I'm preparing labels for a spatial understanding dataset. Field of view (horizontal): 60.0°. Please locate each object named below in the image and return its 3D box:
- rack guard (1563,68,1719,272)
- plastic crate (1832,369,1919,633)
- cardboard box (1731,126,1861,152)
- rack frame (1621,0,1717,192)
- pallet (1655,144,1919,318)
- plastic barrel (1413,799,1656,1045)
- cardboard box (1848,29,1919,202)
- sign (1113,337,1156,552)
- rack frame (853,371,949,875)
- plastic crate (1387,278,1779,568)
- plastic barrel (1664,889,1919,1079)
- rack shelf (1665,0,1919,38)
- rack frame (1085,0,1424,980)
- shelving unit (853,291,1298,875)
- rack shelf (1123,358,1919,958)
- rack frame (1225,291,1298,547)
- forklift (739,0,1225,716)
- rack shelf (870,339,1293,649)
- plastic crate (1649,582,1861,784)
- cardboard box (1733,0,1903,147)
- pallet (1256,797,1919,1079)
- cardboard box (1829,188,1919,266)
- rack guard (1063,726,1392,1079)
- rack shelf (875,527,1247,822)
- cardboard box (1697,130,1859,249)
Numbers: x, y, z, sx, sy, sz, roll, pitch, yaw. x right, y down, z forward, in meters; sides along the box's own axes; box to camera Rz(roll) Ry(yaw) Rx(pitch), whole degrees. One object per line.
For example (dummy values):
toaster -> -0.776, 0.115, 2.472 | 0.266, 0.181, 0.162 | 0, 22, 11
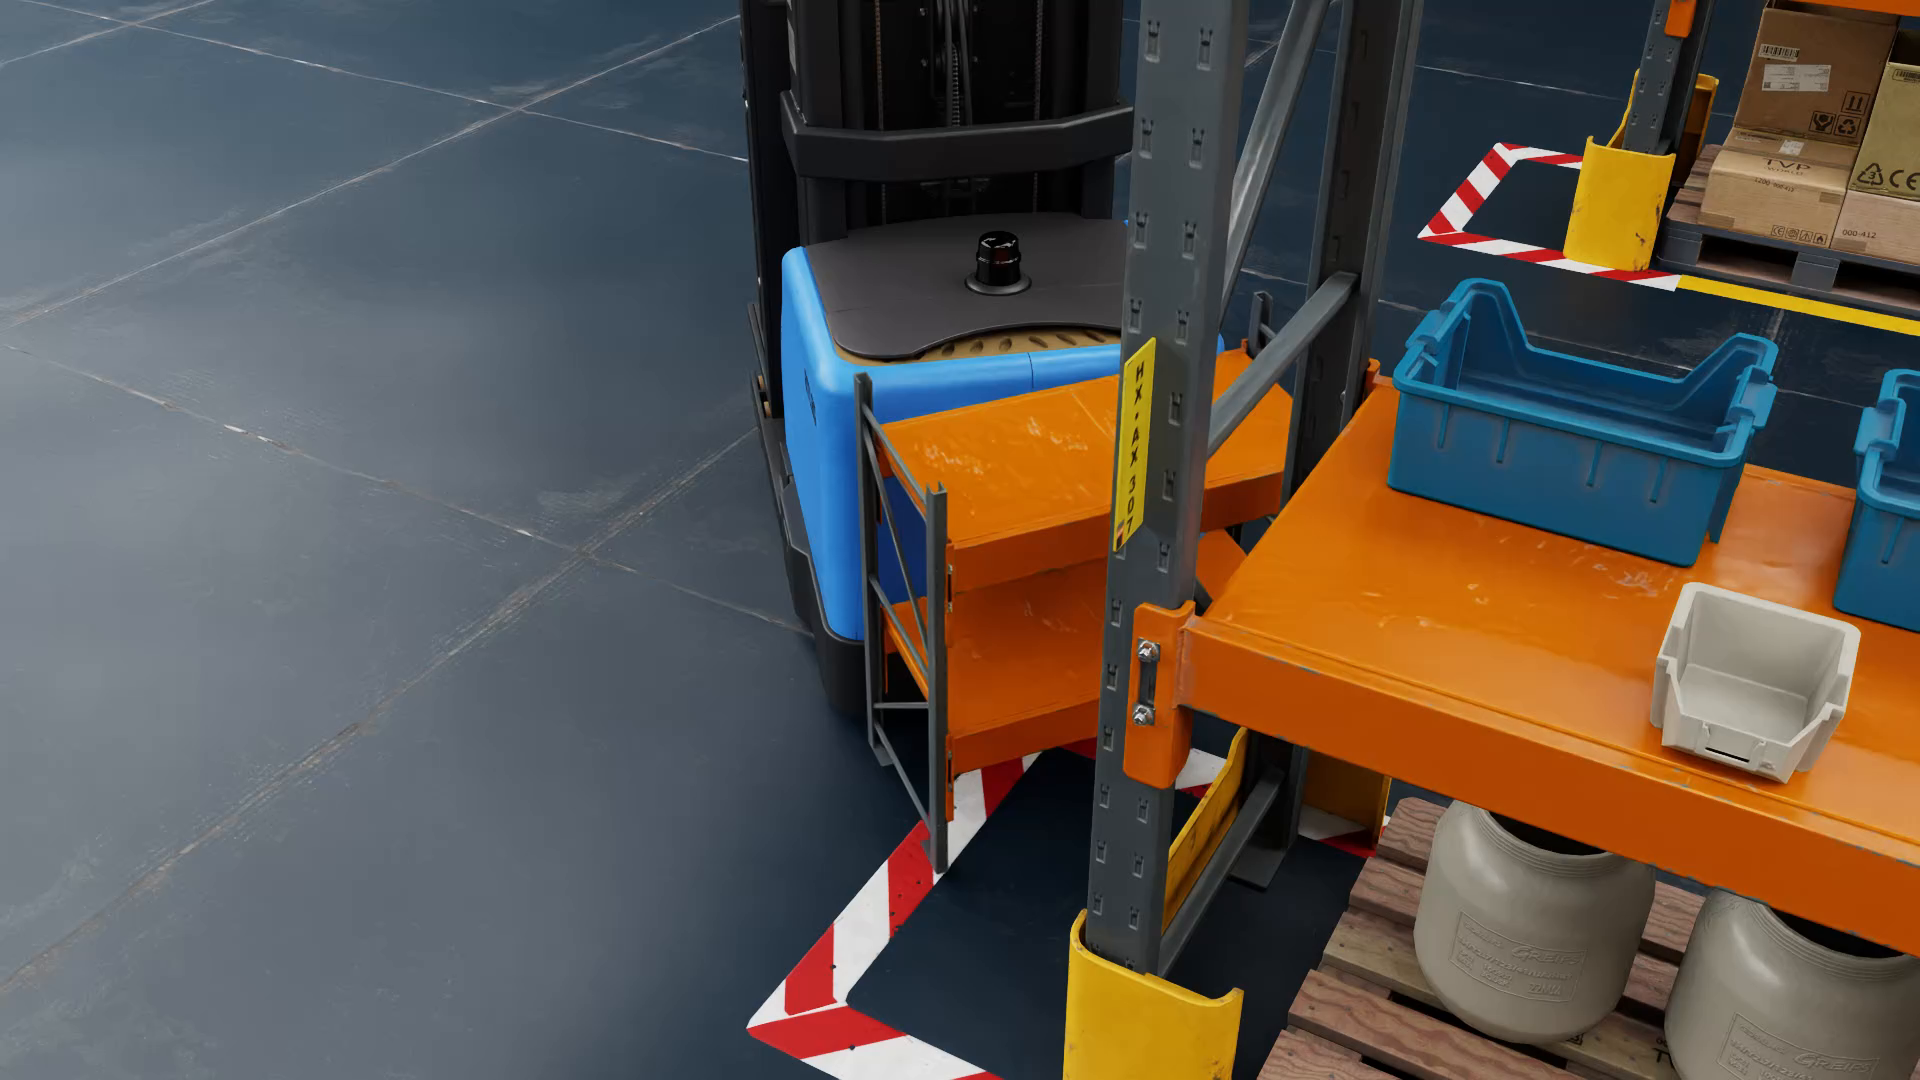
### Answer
rack guard -> 2.979, -1.637, 7.257 | 0.348, 0.500, 1.175 | 18, 37, 24
plastic crate -> 1.683, -0.051, 2.755 | 0.408, 0.251, 0.499 | 18, 37, 24
cardboard box -> 3.612, -1.696, 7.192 | 0.500, 0.250, 0.500 | 18, 37, 24
rack frame -> 3.000, -2.671, 6.555 | 0.127, 3.000, 1.000 | 18, 37, 24
pallet -> 3.685, -1.320, 7.042 | 1.213, 0.211, 1.003 | 18, 37, 24
plastic barrel -> 1.148, 0.717, 3.333 | 0.421, 0.512, 0.421 | 0, 34, 0
cardboard box -> 3.790, -1.622, 6.405 | 0.500, 0.500, 0.500 | 18, 37, 24
sign -> 0.262, -0.140, 2.504 | 0.005, 0.325, 0.100 | 18, 37, 24
rack frame -> -0.133, 0.215, 3.860 | 0.032, 1.125, 0.500 | -13, 39, -17
plastic crate -> 1.122, -0.233, 3.027 | 0.616, 0.251, 0.499 | 18, 37, 24
plastic barrel -> 1.583, 0.854, 3.126 | 0.421, 0.512, 0.421 | 0, 34, 0
rack shelf -> 4.736, -1.821, 5.928 | 4.000, 0.370, 1.077 | 18, 37, 24
rack frame -> 0.539, -0.288, 2.977 | 0.127, 3.000, 1.000 | 18, 37, 24
shelving unit -> 0.339, 0.103, 4.011 | 1.048, 1.125, 0.538 | -13, 39, -17
rack shelf -> 2.275, 0.561, 2.350 | 4.000, 0.370, 1.077 | 18, 37, 24
rack frame -> 0.811, -0.010, 4.162 | 0.032, 1.125, 0.500 | -13, 39, -17
forklift -> -0.125, -1.562, 4.951 | 1.130, 2.935, 3.031 | -6, 34, -10
rack shelf -> 0.340, -0.131, 3.834 | 1.000, 0.278, 0.538 | -13, 39, -17
plastic crate -> 1.156, 0.222, 2.448 | 0.250, 0.136, 0.298 | 18, 37, 24
cardboard box -> 3.613, -2.009, 6.986 | 0.500, 0.500, 0.500 | 18, 37, 24
pallet -> 1.331, 1.097, 3.413 | 1.213, 0.211, 1.003 | 18, 37, 24
cardboard box -> 3.791, -1.311, 6.614 | 0.500, 0.250, 0.500 | 18, 37, 24
rack guard -> 0.628, 0.750, 3.672 | 0.348, 0.500, 1.175 | 18, 37, 24
rack shelf -> 0.338, 0.298, 4.158 | 1.000, 0.278, 0.538 | -13, 39, -17
cardboard box -> 3.355, -1.447, 6.818 | 0.500, 0.250, 0.500 | 18, 37, 24
